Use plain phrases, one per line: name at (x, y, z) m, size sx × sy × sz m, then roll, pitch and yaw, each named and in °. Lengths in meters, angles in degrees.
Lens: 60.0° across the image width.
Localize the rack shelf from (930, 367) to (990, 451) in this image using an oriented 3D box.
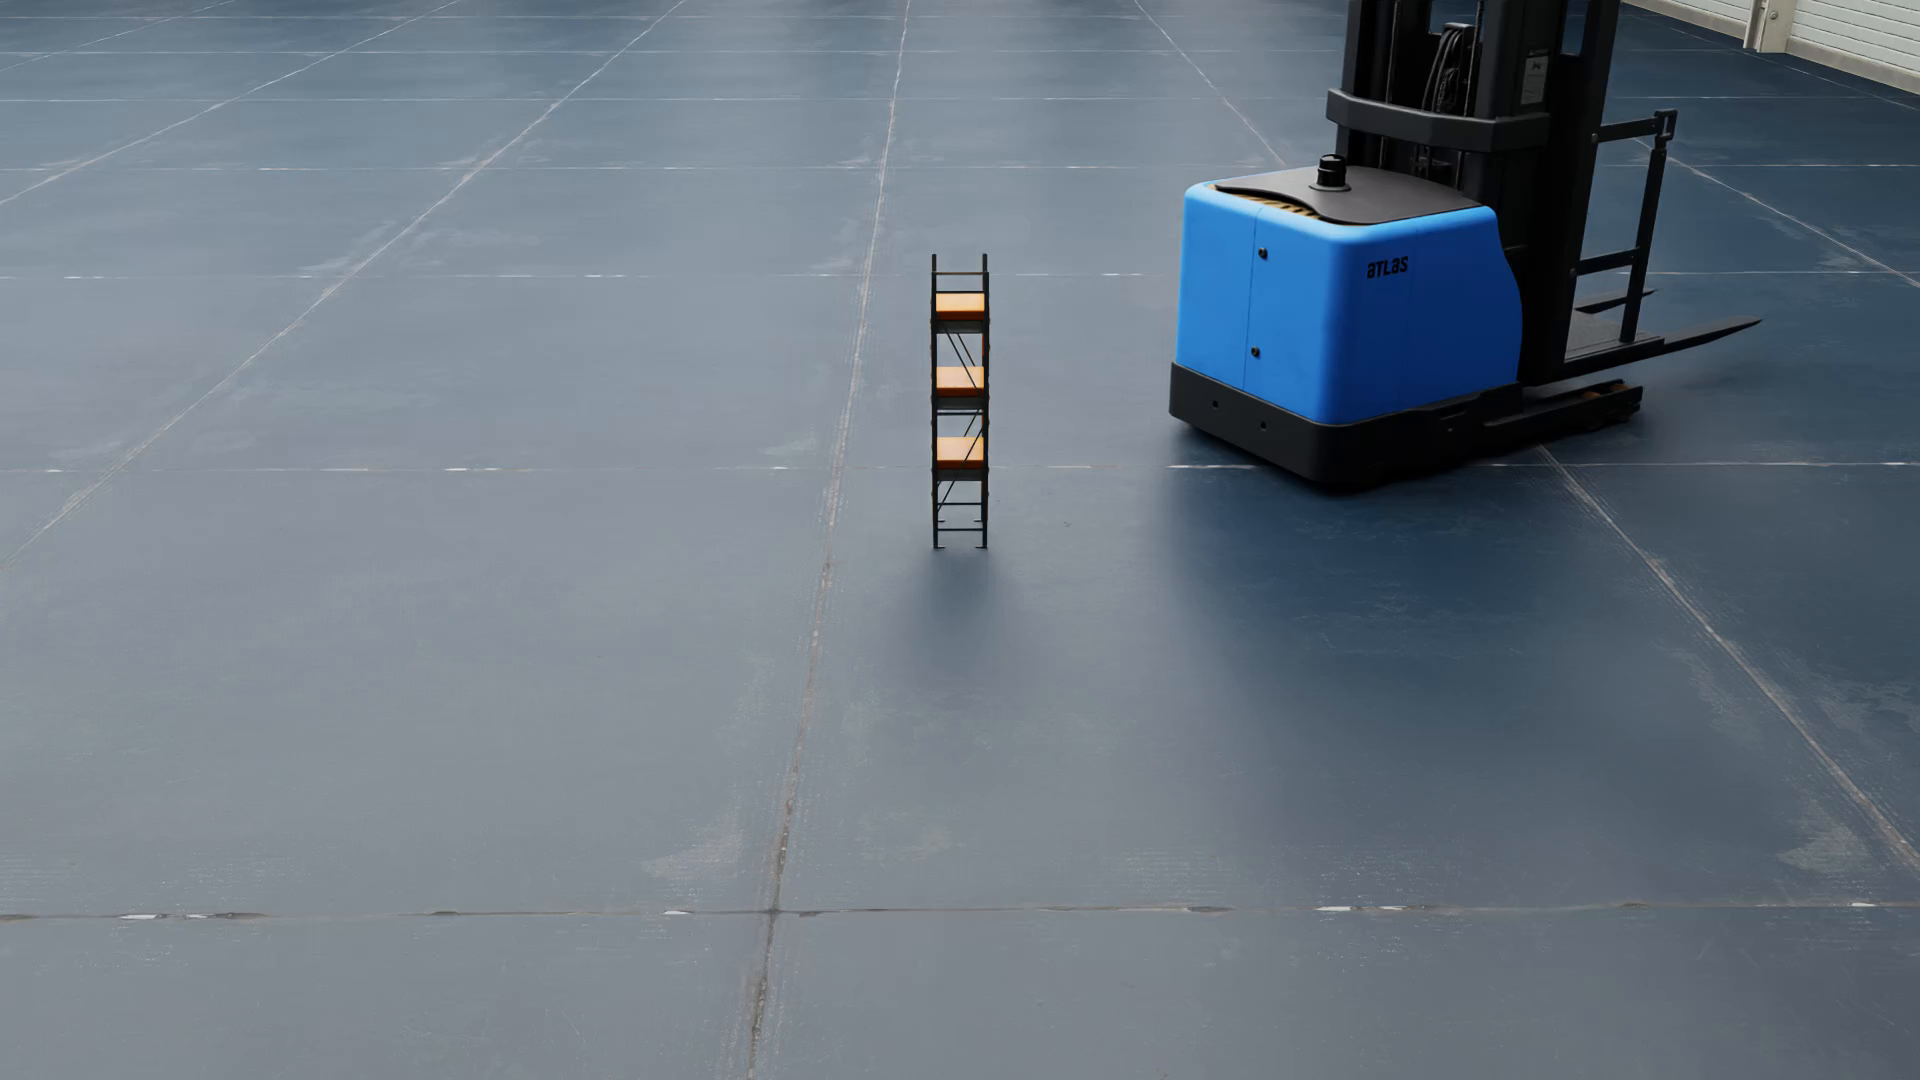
rack shelf at (-0.001, -0.491, 6.087) m, size 0.215 × 0.259 × 0.240 m, roll 0°, pitch 24°, yaw -1°

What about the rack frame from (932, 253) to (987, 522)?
rack frame at (-0.002, -0.551, 6.194) m, size 0.200 × 1.050 × 0.008 m, roll 0°, pitch 24°, yaw -1°

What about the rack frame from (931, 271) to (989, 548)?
rack frame at (0.001, -0.450, 5.971) m, size 0.200 × 1.050 × 0.008 m, roll 0°, pitch 24°, yaw -1°

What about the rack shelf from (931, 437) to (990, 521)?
rack shelf at (-0.001, -0.238, 6.201) m, size 0.215 × 0.259 × 0.240 m, roll 0°, pitch 24°, yaw -1°

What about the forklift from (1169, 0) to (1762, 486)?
forklift at (2.440, -1.992, 7.097) m, size 3.031 × 2.935 × 1.130 m, roll -14°, pitch 28°, yaw -29°

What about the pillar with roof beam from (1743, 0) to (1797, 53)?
pillar with roof beam at (4.380, -9.368, 16.044) m, size 9.100 × 9.000 × 0.400 m, roll 0°, pitch 24°, yaw -1°

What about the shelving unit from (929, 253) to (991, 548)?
shelving unit at (-0.001, -0.500, 6.082) m, size 0.215 × 1.050 × 0.252 m, roll 0°, pitch 24°, yaw -1°

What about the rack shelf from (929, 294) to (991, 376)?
rack shelf at (-0.001, -0.749, 5.970) m, size 0.215 × 0.259 × 0.240 m, roll 0°, pitch 24°, yaw -1°
